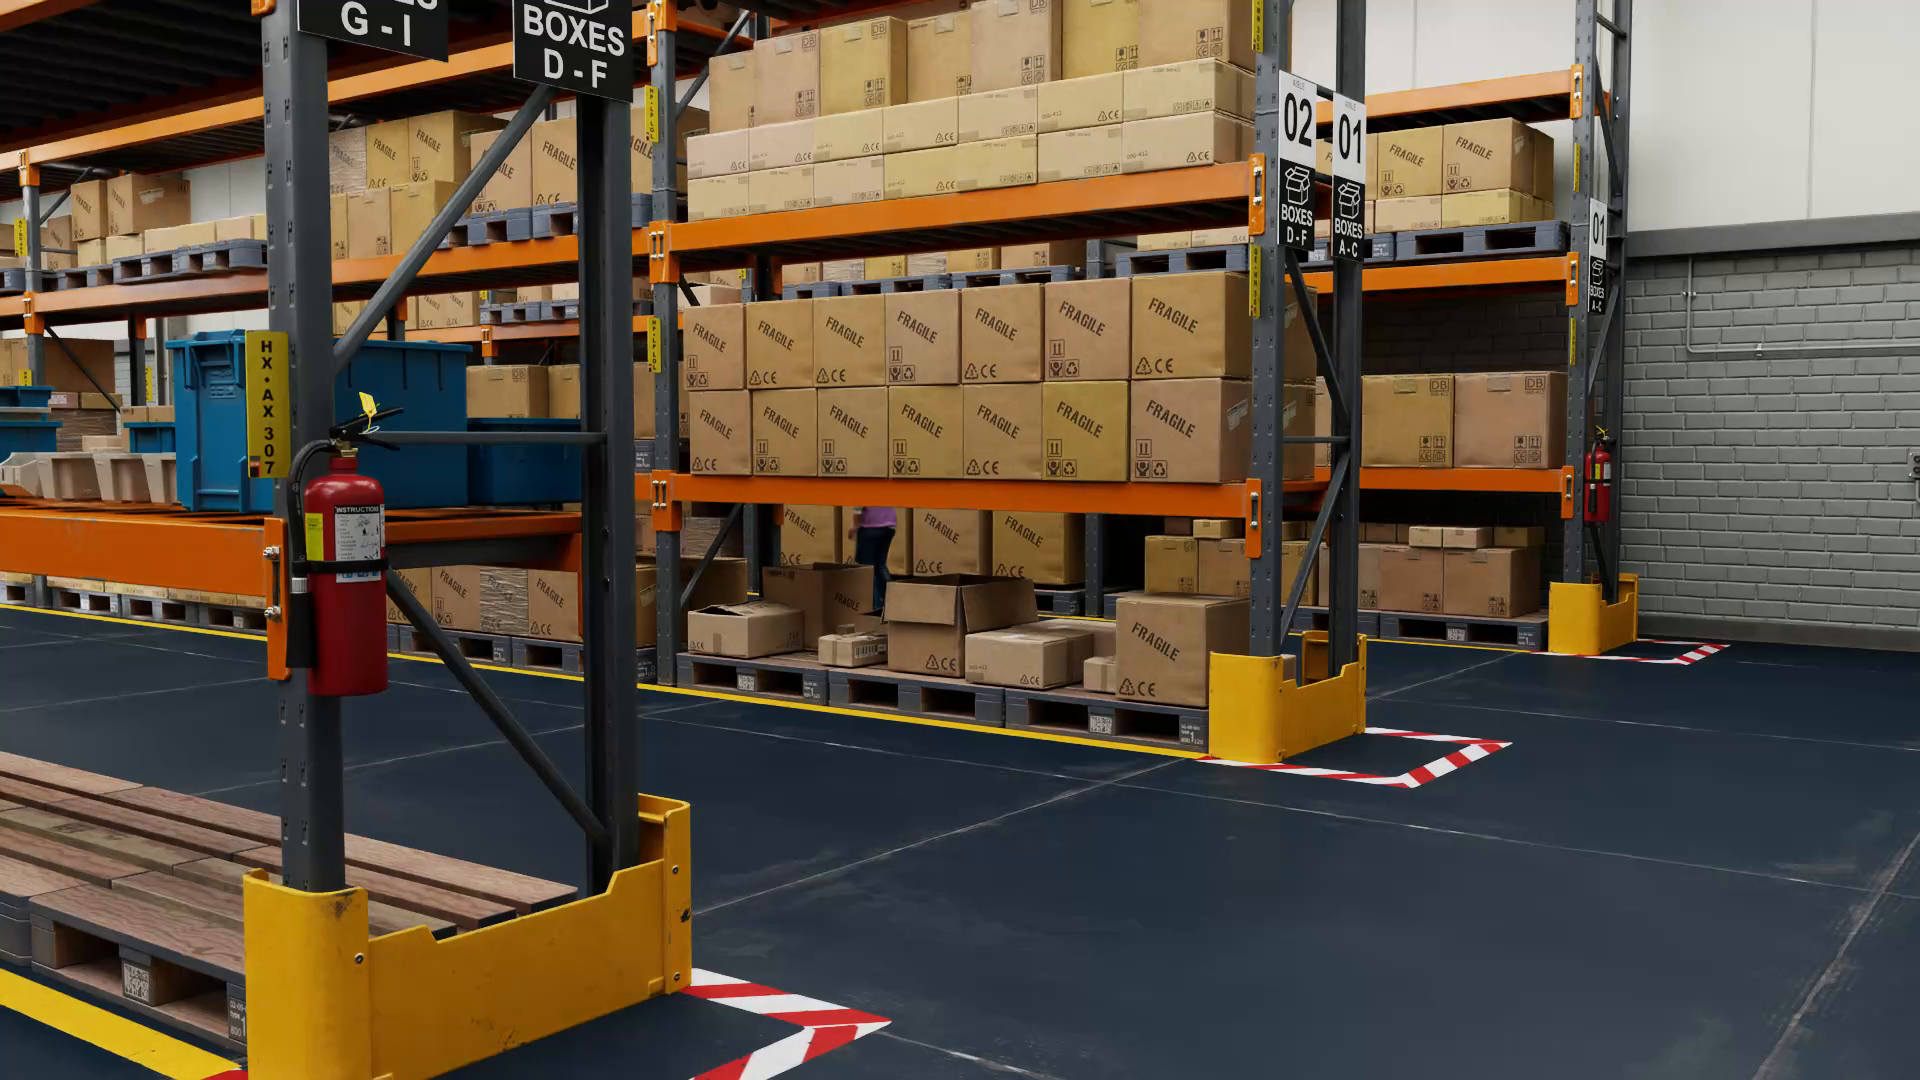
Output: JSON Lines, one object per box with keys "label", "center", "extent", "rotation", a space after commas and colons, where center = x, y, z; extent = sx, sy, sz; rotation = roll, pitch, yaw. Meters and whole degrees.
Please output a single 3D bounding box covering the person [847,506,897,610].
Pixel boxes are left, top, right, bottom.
{"label": "person", "center": [-0.717, -0.091, 13.794], "extent": [0.341, 1.562, 0.417], "rotation": [3, 4, 37]}
